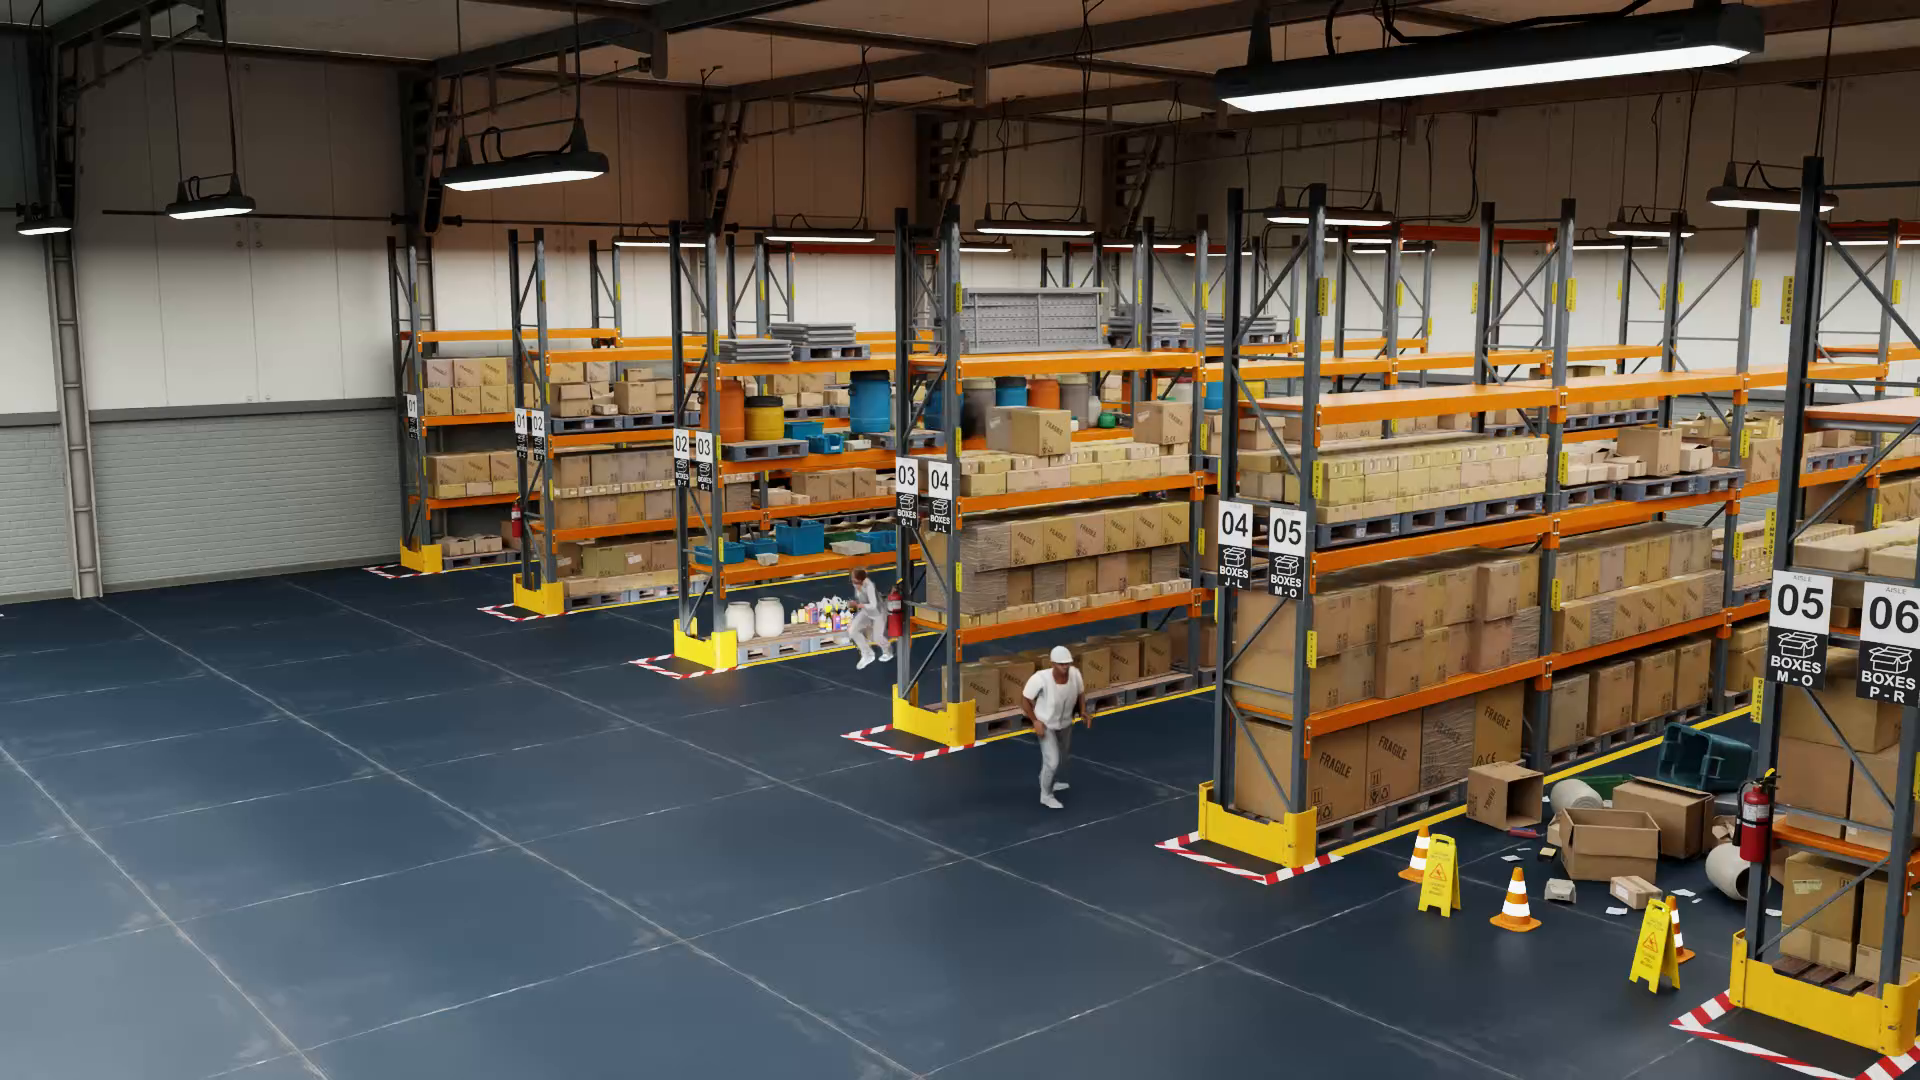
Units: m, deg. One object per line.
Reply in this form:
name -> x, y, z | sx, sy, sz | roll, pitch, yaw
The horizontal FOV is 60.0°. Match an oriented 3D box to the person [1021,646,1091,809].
person -> 0.911, 1.822, 16.522 | 0.701, 1.672, 0.843 | -5, 10, -30

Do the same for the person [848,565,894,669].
person -> -1.128, 0.975, 21.328 | 0.524, 1.365, 1.029 | 7, 11, 38
